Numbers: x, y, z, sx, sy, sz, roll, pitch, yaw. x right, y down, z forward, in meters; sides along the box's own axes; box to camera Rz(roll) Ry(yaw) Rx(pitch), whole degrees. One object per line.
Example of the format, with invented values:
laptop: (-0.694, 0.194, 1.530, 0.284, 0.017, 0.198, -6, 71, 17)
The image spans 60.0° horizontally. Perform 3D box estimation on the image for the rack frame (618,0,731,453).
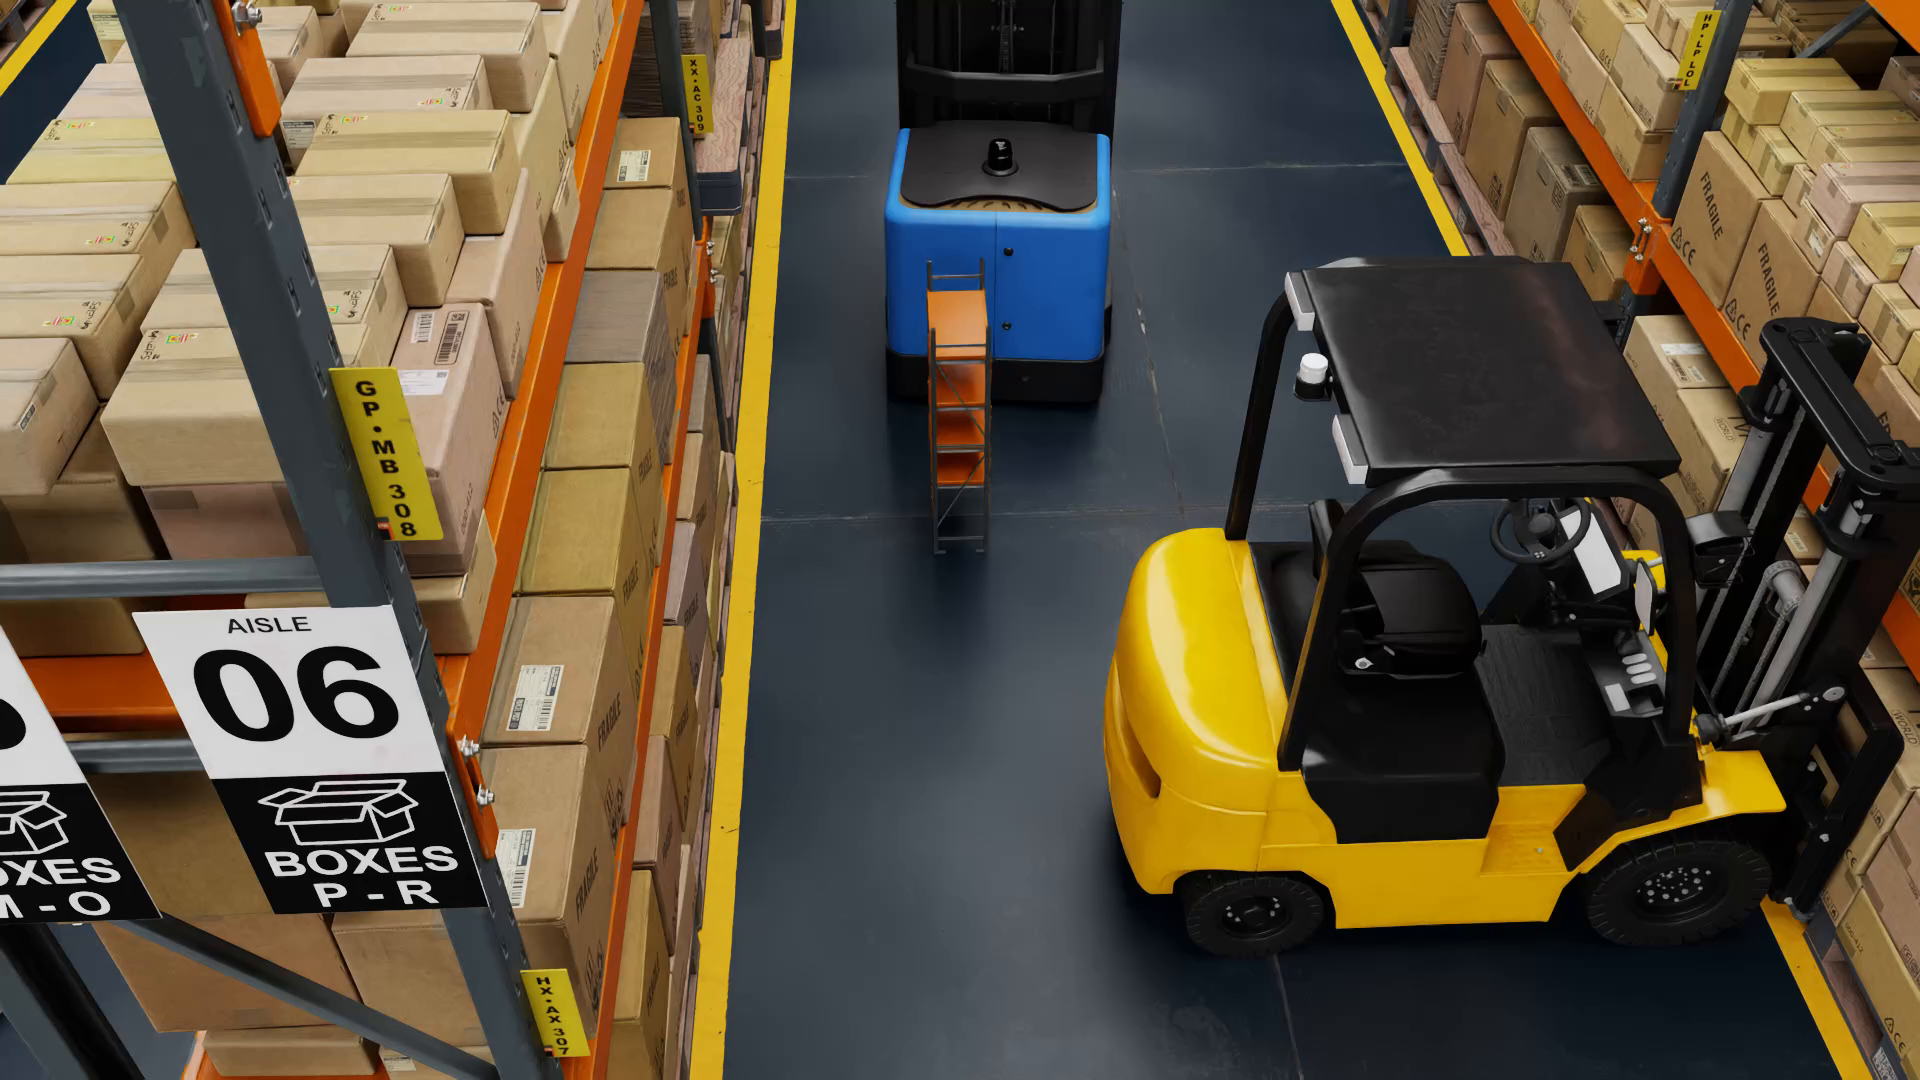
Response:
rack frame: (-1.555, -1.378, 6.683, 1.000, 3.000, 0.127, -2, 43, -2)

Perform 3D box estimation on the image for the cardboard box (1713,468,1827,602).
cardboard box: (3.155, -0.016, 6.181, 0.500, 0.250, 0.500, 0, 43, 0)

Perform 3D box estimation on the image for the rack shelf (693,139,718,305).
rack shelf: (-1.640, -2.463, 8.399, 1.077, 0.370, 4.000, -2, 43, -2)

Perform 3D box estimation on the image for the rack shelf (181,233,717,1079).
rack shelf: (-1.470, 0.238, 5.453, 1.077, 0.370, 4.000, -2, 43, -2)

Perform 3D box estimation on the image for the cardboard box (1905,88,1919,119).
cardboard box: (3.688, -1.531, 6.076, 0.380, 0.149, 0.250, -3, 43, -3)

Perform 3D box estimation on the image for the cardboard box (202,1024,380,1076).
cardboard box: (-1.615, 1.169, 4.091, 0.380, 0.149, 0.250, 0, 43, 0)

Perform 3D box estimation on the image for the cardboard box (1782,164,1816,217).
cardboard box: (3.206, -1.226, 5.963, 0.380, 0.149, 0.250, -2, 43, -2)

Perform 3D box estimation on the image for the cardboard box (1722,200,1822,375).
cardboard box: (3.200, -0.901, 6.089, 0.500, 0.500, 0.500, -1, 43, -1)

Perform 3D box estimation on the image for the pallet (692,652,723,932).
pallet: (-1.437, 0.928, 6.231, 1.003, 0.211, 1.213, -2, 43, -2)

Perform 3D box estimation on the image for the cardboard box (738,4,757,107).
cardboard box: (-1.711, -2.883, 9.959, 0.950, 0.372, 0.625, -4, 43, -5)

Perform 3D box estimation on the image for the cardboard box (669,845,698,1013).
cardboard box: (-1.158, 1.284, 5.503, 0.500, 0.250, 0.500, 0, 43, 0)

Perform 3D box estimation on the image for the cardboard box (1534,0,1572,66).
cardboard box: (3.104, -2.476, 7.992, 0.500, 0.250, 0.500, -1, 43, -2)

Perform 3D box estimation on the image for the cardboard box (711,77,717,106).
cardboard box: (-1.265, -1.991, 7.227, 0.380, 0.149, 0.250, -1, 43, -1)

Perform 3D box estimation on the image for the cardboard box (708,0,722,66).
cardboard box: (-1.311, -2.342, 7.130, 0.500, 0.500, 0.500, -2, 43, -2)

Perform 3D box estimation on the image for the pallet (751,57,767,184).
pallet: (-1.693, -2.523, 9.996, 1.003, 0.211, 1.213, -2, 43, -2)

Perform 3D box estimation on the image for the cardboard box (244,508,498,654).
cardboard box: (-1.075, 0.076, 3.063, 0.380, 0.149, 0.250, -2, 43, -2)

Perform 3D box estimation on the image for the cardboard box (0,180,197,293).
cardboard box: (-1.697, -0.551, 3.157, 0.380, 0.149, 0.250, -2, 43, -2)

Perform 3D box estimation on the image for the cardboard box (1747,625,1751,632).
cardboard box: (3.149, 0.167, 6.352, 0.500, 0.250, 0.500, -2, 43, -2)

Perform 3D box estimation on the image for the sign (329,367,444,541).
sign: (-0.843, -0.121, 2.445, 0.100, 0.325, 0.005, -2, 43, -2)

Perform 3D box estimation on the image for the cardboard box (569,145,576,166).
cardboard box: (-1.186, -0.973, 4.207, 0.380, 0.149, 0.250, -3, 43, -3)

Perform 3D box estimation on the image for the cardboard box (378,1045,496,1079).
cardboard box: (-1.193, 1.180, 4.078, 0.380, 0.149, 0.250, -1, 43, -2)

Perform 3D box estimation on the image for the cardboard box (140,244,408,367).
cardboard box: (-1.223, -0.400, 2.992, 0.380, 0.149, 0.250, -2, 43, -2)

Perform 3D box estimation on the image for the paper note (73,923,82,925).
paper note: (-3.136, 1.325, 5.947, 0.032, 0.001, 0.123, -2, 43, -2)

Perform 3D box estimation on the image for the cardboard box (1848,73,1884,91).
cardboard box: (3.638, -2.002, 7.105, 0.500, 0.250, 0.500, -2, 43, -2)

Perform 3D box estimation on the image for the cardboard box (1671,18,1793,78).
cardboard box: (3.167, -2.023, 6.833, 0.380, 0.149, 0.250, 0, 43, 0)

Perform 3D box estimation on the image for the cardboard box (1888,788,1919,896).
cardboard box: (3.215, 1.021, 5.050, 0.500, 0.250, 0.500, -1, 43, -1)

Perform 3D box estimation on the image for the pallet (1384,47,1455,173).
pallet: (3.230, -2.638, 10.122, 1.003, 0.211, 1.213, -2, 43, -2)

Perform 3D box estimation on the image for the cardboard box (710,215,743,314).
cardboard box: (-1.614, -1.403, 8.345, 0.950, 0.372, 0.625, 1, 43, 1)

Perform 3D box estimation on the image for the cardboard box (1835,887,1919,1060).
cardboard box: (3.226, 1.392, 5.385, 0.500, 0.250, 0.500, -2, 43, -2)

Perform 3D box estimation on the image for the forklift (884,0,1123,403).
forklift: (0.251, -2.728, 8.207, 1.130, 2.935, 3.031, 2, 43, 3)

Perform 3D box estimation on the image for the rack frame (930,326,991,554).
rack frame: (0.003, -0.389, 6.936, 0.240, 1.200, 0.015, -2, 43, -2)

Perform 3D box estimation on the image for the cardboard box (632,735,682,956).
cardboard box: (-1.172, 0.984, 5.276, 0.500, 0.500, 0.500, -3, 43, -3)

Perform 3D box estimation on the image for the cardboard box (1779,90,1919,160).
cardboard box: (3.240, -1.511, 6.054, 0.380, 0.149, 0.250, -1, 43, -1)

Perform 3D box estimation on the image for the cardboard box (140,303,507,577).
cardboard box: (-1.141, -0.185, 3.052, 0.500, 0.250, 0.500, -2, 43, -3)

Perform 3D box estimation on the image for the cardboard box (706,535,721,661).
cardboard box: (-1.229, 0.232, 6.651, 0.500, 0.250, 0.500, -3, 43, -3)

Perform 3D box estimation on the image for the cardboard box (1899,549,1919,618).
cardboard box: (3.255, 0.120, 4.975, 0.500, 0.500, 0.500, -2, 43, -3)

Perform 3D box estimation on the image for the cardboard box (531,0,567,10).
cardboard box: (-1.163, -1.433, 4.119, 0.380, 0.149, 0.250, -1, 43, -1)

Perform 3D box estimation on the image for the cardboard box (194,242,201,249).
cardboard box: (-1.683, -0.515, 3.413, 0.500, 0.250, 0.500, -2, 43, -2)

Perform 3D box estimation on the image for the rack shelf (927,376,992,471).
rack shelf: (-0.007, -0.504, 7.162, 0.258, 0.148, 0.480, -2, 43, -2)

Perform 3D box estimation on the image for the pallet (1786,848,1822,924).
pallet: (3.451, 0.869, 6.296, 1.003, 0.211, 1.213, -2, 43, -2)

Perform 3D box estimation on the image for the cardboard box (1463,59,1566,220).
cardboard box: (3.311, -2.186, 9.011, 0.875, 0.625, 0.625, -3, 43, -4)

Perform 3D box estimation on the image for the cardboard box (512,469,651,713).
cardboard box: (-1.177, 0.155, 4.717, 0.500, 0.500, 0.500, -2, 43, -3)

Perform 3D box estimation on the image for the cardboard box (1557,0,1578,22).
cardboard box: (3.083, -2.668, 7.832, 0.500, 0.250, 0.500, -1, 43, -1)

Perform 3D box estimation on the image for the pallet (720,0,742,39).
pallet: (-1.600, -2.672, 8.237, 1.003, 0.211, 1.213, -2, 43, -2)

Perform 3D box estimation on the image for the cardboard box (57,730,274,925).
cardboard box: (-1.625, 0.469, 3.634, 0.700, 0.500, 0.500, -3, 43, -3)

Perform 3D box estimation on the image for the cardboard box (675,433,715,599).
cardboard box: (-1.239, -0.060, 6.415, 0.500, 0.500, 0.500, -1, 43, -1)

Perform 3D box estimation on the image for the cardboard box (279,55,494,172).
cardboard box: (-1.215, -0.907, 3.545, 0.380, 0.149, 0.250, -2, 43, -2)

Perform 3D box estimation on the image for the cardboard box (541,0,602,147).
cardboard box: (-1.201, -1.219, 4.181, 0.500, 0.250, 0.500, -1, 43, -1)

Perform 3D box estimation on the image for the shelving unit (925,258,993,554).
shelving unit: (-0.007, -0.554, 7.116, 0.258, 1.200, 0.503, -2, 43, -2)

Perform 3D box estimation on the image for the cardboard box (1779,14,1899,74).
cardboard box: (3.603, -2.042, 6.854, 0.380, 0.149, 0.250, -3, 43, -3)

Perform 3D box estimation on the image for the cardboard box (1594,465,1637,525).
cardboard box: (3.094, -0.328, 7.262, 0.500, 0.250, 0.500, -1, 43, -1)

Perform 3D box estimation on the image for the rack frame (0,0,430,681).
rack frame: (-1.385, -0.889, 1.710, 1.000, 3.000, 0.127, -2, 43, -2)

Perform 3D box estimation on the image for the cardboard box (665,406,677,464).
cardboard box: (-1.191, -0.391, 5.792, 0.380, 0.149, 0.250, -2, 43, -2)

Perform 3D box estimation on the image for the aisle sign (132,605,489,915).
aisle sign: (-1.073, 0.397, 2.823, 0.394, 0.787, 0.004, -2, 43, -2)

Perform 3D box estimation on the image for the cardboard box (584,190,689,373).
cardboard box: (-1.259, -0.884, 5.850, 0.500, 0.500, 0.500, 0, 43, 0)

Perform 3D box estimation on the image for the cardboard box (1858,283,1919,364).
cardboard box: (3.180, -0.711, 5.401, 0.380, 0.149, 0.250, -3, 43, -3)

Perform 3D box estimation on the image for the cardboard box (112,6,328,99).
cardboard box: (-1.644, -1.067, 3.720, 0.380, 0.149, 0.250, -3, 43, -3)

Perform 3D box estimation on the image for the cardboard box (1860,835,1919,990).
cardboard box: (3.230, 1.194, 5.232, 0.500, 0.250, 0.500, -2, 43, -2)

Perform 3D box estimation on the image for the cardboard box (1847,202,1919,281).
cardboard box: (3.188, -0.988, 5.483, 0.380, 0.149, 0.250, -2, 43, -2)
